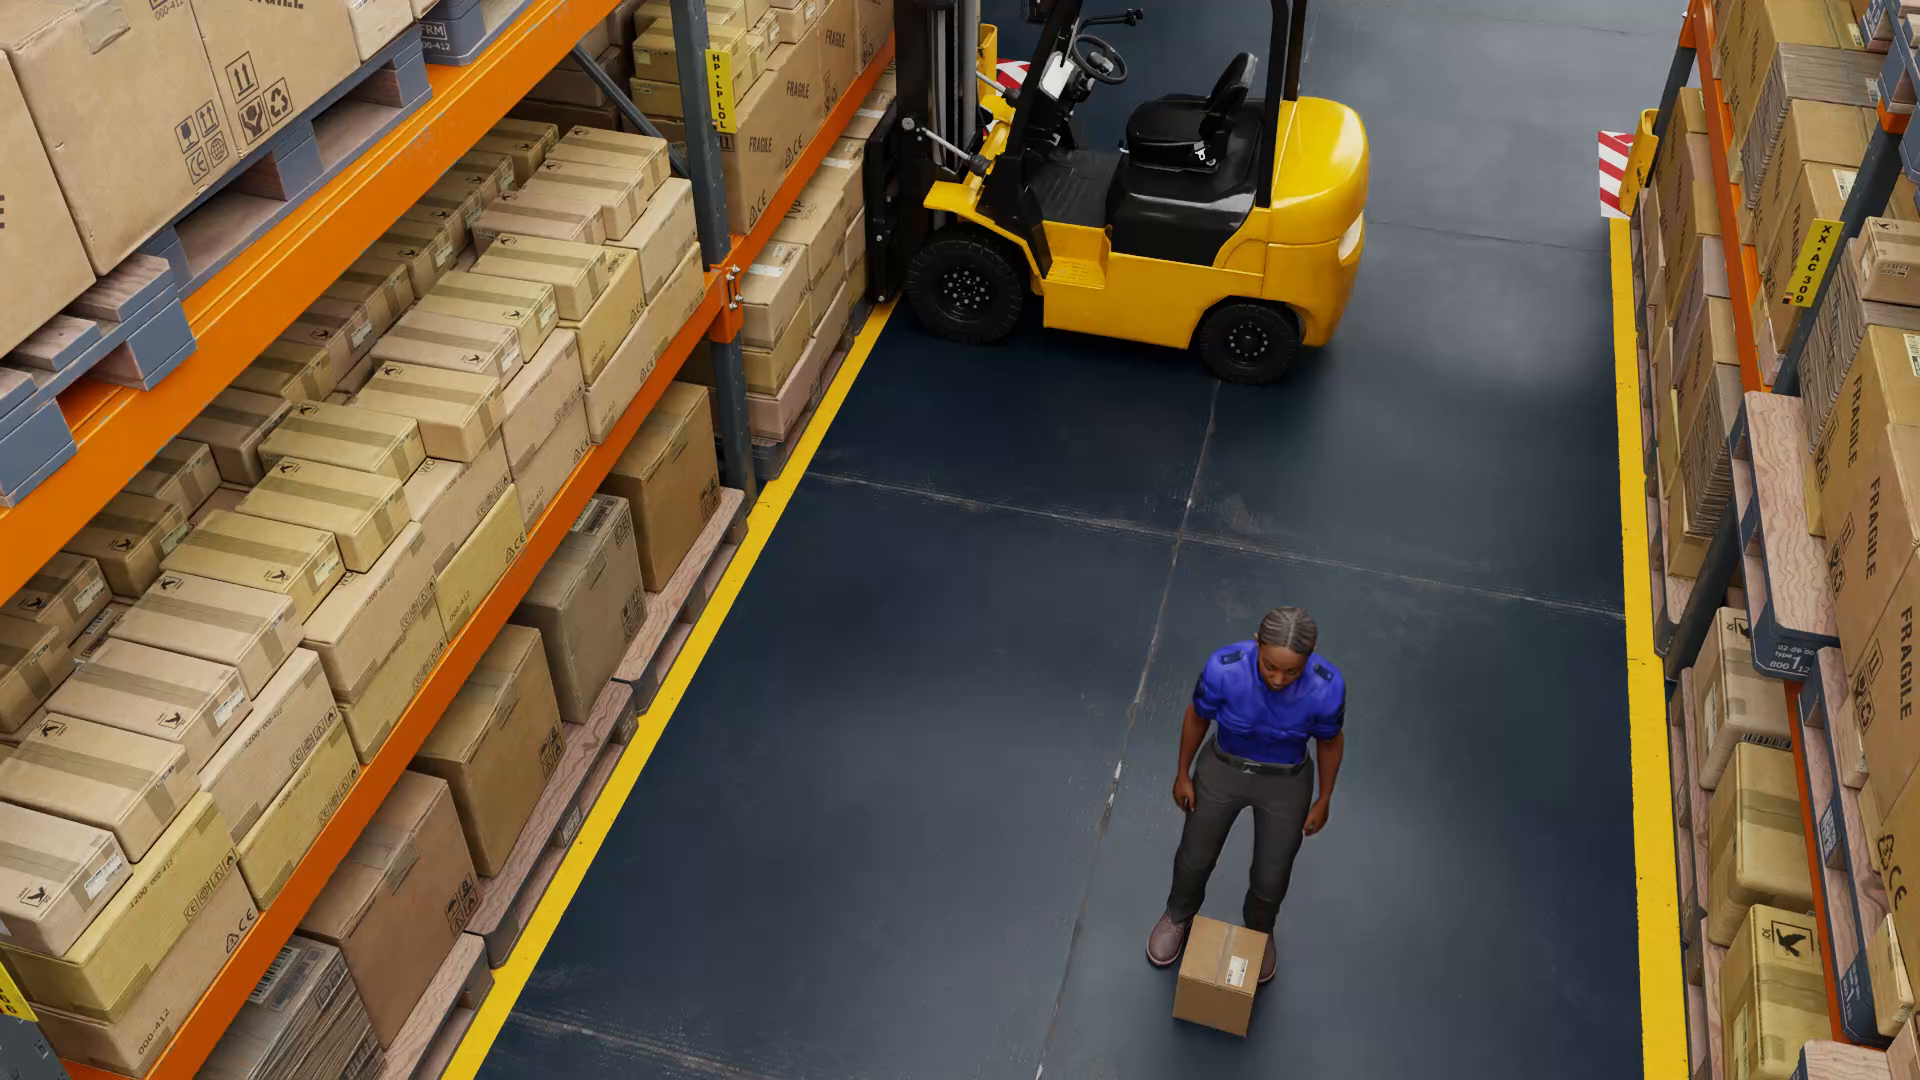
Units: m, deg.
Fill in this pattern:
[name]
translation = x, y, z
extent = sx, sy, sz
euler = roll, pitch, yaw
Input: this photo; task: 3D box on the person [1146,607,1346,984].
[person]
translation = 0.921, 0.781, 5.272
extent = 0.515, 1.654, 0.353
euler = 10, 42, 11
